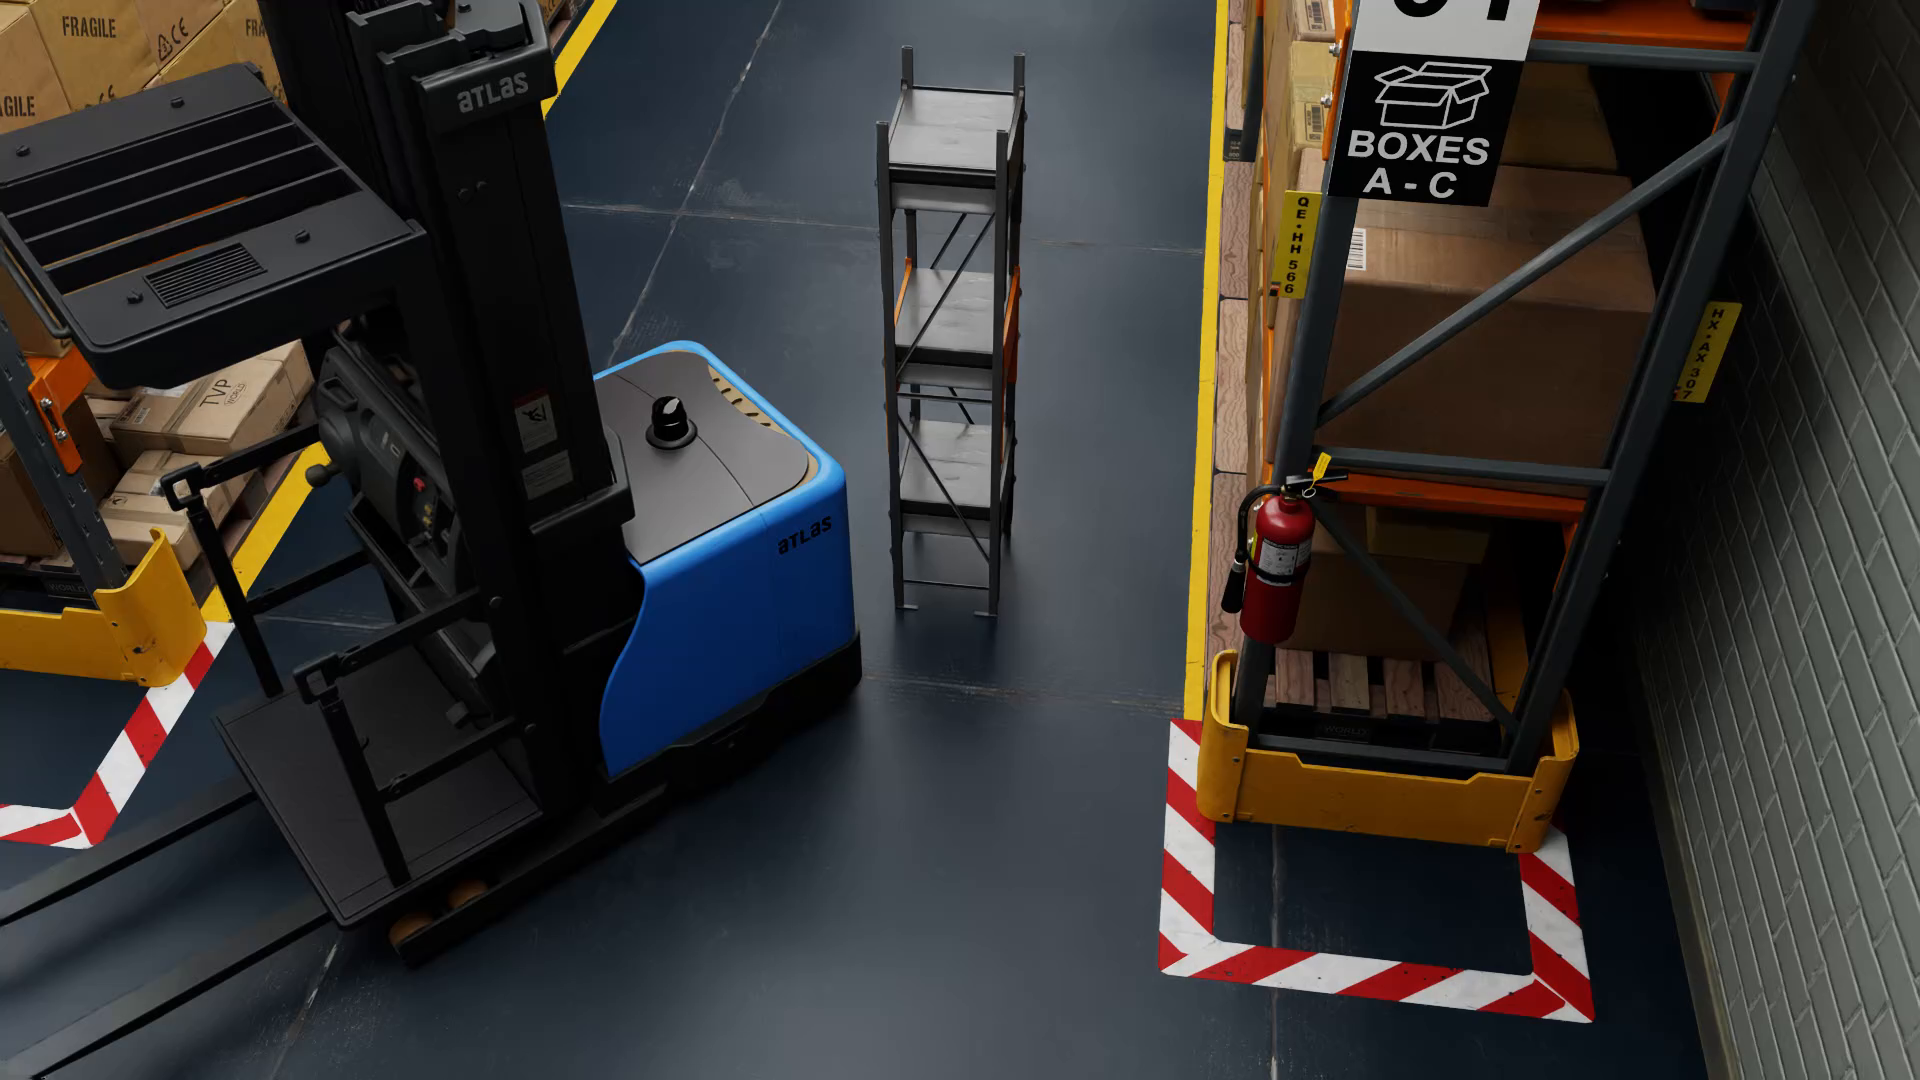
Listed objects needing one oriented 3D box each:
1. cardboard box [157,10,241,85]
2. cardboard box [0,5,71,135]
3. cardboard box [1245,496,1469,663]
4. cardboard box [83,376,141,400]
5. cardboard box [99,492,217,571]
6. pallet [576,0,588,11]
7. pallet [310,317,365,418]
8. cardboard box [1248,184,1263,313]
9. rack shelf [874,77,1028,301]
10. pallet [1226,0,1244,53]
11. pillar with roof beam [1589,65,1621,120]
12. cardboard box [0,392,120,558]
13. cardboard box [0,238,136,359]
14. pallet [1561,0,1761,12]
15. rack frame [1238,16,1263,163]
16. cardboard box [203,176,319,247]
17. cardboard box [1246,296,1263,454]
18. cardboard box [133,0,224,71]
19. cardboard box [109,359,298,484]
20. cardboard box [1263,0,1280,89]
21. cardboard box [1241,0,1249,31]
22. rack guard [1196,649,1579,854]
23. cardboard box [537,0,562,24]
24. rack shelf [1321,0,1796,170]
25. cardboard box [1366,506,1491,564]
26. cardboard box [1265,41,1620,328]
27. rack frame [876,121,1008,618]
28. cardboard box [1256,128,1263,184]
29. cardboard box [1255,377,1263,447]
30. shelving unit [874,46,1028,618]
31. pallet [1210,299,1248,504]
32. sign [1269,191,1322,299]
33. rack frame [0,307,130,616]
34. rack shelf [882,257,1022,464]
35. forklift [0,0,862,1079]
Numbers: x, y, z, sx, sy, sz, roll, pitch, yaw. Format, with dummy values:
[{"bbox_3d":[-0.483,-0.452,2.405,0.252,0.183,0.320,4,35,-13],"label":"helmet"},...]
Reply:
[{"bbox_3d":[-3.039,-1.663,6.252,0.500,0.500,0.500,5,44,5],"label":"cardboard box"},{"bbox_3d":[-3.171,-1.332,5.176,0.500,0.500,0.500,6,44,7],"label":"cardboard box"},{"bbox_3d":[1.413,0.062,6.015,0.700,0.500,0.500,5,44,6],"label":"cardboard box"},{"bbox_3d":[-3.508,-0.854,7.150,0.500,0.250,0.500,5,44,6],"label":"cardboard box"},{"bbox_3d":[-3.095,-0.033,6.357,0.380,0.149,0.250,5,44,6],"label":"cardboard box"},{"bbox_3d":[-2.733,-3.760,10.567,1.003,0.211,1.213,5,44,6],"label":"pallet"},{"bbox_3d":[-3.213,-1.066,7.723,1.003,0.211,1.213,5,44,6],"label":"pallet"},{"bbox_3d":[1.678,-1.335,7.491,0.700,0.500,0.500,5,44,5],"label":"cardboard box"},{"bbox_3d":[-0.022,-1.148,5.437,0.431,0.518,0.480,5,44,6],"label":"rack shelf"},{"bbox_3d":[2.135,-3.287,10.068,1.003,0.211,1.213,5,44,6],"label":"pallet"},{"bbox_3d":[-1.554,-4.947,5.430,9.100,9.000,0.400,5,44,6],"label":"pillar with roof beam"},{"bbox_3d":[-3.663,-0.300,6.383,0.500,0.500,0.500,5,44,6],"label":"cardboard box"},{"bbox_3d":[-3.171,-0.969,5.519,0.500,0.500,0.500,6,44,6],"label":"cardboard box"},{"bbox_3d":[1.507,-1.770,4.321,1.003,0.211,1.213,5,44,6],"label":"pallet"},{"bbox_3d":[1.948,-2.933,7.666,1.000,3.000,0.127,5,44,6],"label":"rack frame"},{"bbox_3d":[-3.206,-1.353,7.493,0.797,0.503,0.637,5,44,6],"label":"cardboard box"},{"bbox_3d":[1.545,-0.622,6.738,0.700,0.500,0.500,4,44,4],"label":"cardboard box"},{"bbox_3d":[-3.038,-2.030,5.912,0.500,0.500,0.500,6,44,6],"label":"cardboard box"},{"bbox_3d":[-3.072,-0.502,6.778,0.500,0.250,0.500,5,44,6],"label":"cardboard box"},{"bbox_3d":[1.759,-2.177,6.649,0.980,0.700,0.700,4,44,4],"label":"cardboard box"},{"bbox_3d":[2.020,-3.366,9.381,0.750,0.750,0.750,6,44,7],"label":"cardboard box"},{"bbox_3d":[1.416,0.717,5.629,1.175,0.500,0.348,5,44,6],"label":"rack guard"},{"bbox_3d":[-2.597,-3.305,9.557,0.500,0.500,0.500,6,44,6],"label":"cardboard box"},{"bbox_3d":[1.684,-2.398,5.442,1.077,0.370,4.000,5,44,6],"label":"rack shelf"},{"bbox_3d":[1.595,-0.070,5.683,0.380,0.149,0.250,6,44,6],"label":"cardboard box"},{"bbox_3d":[1.562,-1.161,5.577,0.980,0.700,0.700,5,44,5],"label":"cardboard box"},{"bbox_3d":[-0.054,-0.483,5.733,0.400,2.100,0.015,5,44,6],"label":"rack frame"},{"bbox_3d":[1.522,-1.696,7.401,0.380,0.149,0.250,7,44,7],"label":"cardboard box"},{"bbox_3d":[1.282,-0.452,6.086,0.380,0.149,0.250,6,44,7],"label":"cardboard box"},{"bbox_3d":[-0.022,-0.650,5.909,0.431,2.100,0.503,5,44,6],"label":"shelving unit"},{"bbox_3d":[1.612,-0.575,7.204,1.003,0.211,1.213,5,44,6],"label":"pallet"},{"bbox_3d":[0.884,-0.772,4.369,0.100,0.325,0.005,5,44,6],"label":"sign"},{"bbox_3d":[-3.491,-0.655,5.260,1.000,3.000,0.127,5,44,6],"label":"rack frame"},{"bbox_3d":[-0.022,-0.640,5.918,0.431,0.518,0.480,5,44,6],"label":"rack shelf"},{"bbox_3d":[-1.825,-0.134,4.759,3.031,2.935,1.130,-29,51,-27],"label":"forklift"}]
